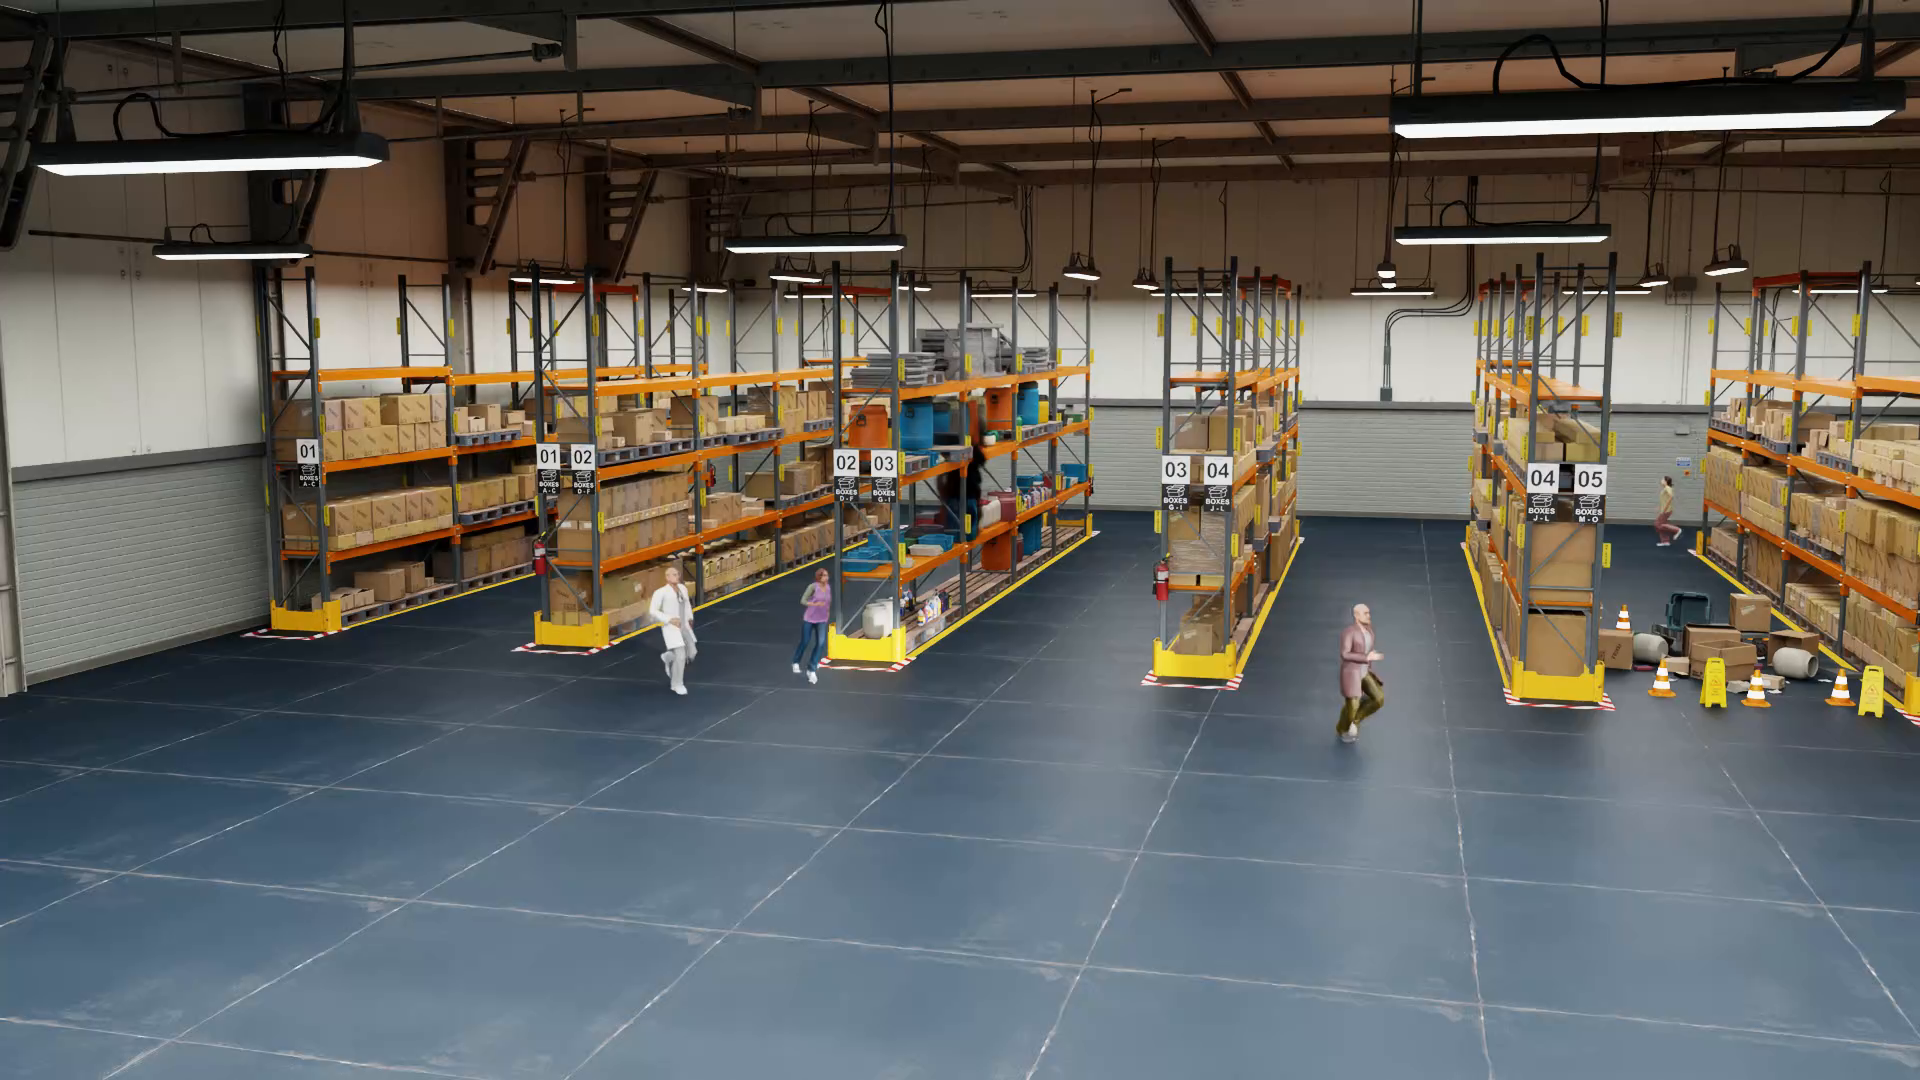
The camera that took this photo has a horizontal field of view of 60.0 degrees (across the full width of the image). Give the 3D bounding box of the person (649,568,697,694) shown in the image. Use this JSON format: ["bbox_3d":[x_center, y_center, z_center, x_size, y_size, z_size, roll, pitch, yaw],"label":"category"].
[{"bbox_3d":[-3.969,1.242,23.004,0.637,1.736,0.757,5,9,35],"label":"person"}]

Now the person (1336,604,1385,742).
[{"bbox_3d":[4.805,1.610,19.947,0.759,1.726,0.793,-5,9,-35],"label":"person"}]

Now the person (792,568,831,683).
[{"bbox_3d":[-2.066,1.192,23.944,0.565,1.600,0.736,-4,8,-28],"label":"person"}]

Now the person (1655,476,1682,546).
[{"bbox_3d":[16.351,-0.661,38.350,0.613,1.631,0.592,4,8,26],"label":"person"}]
